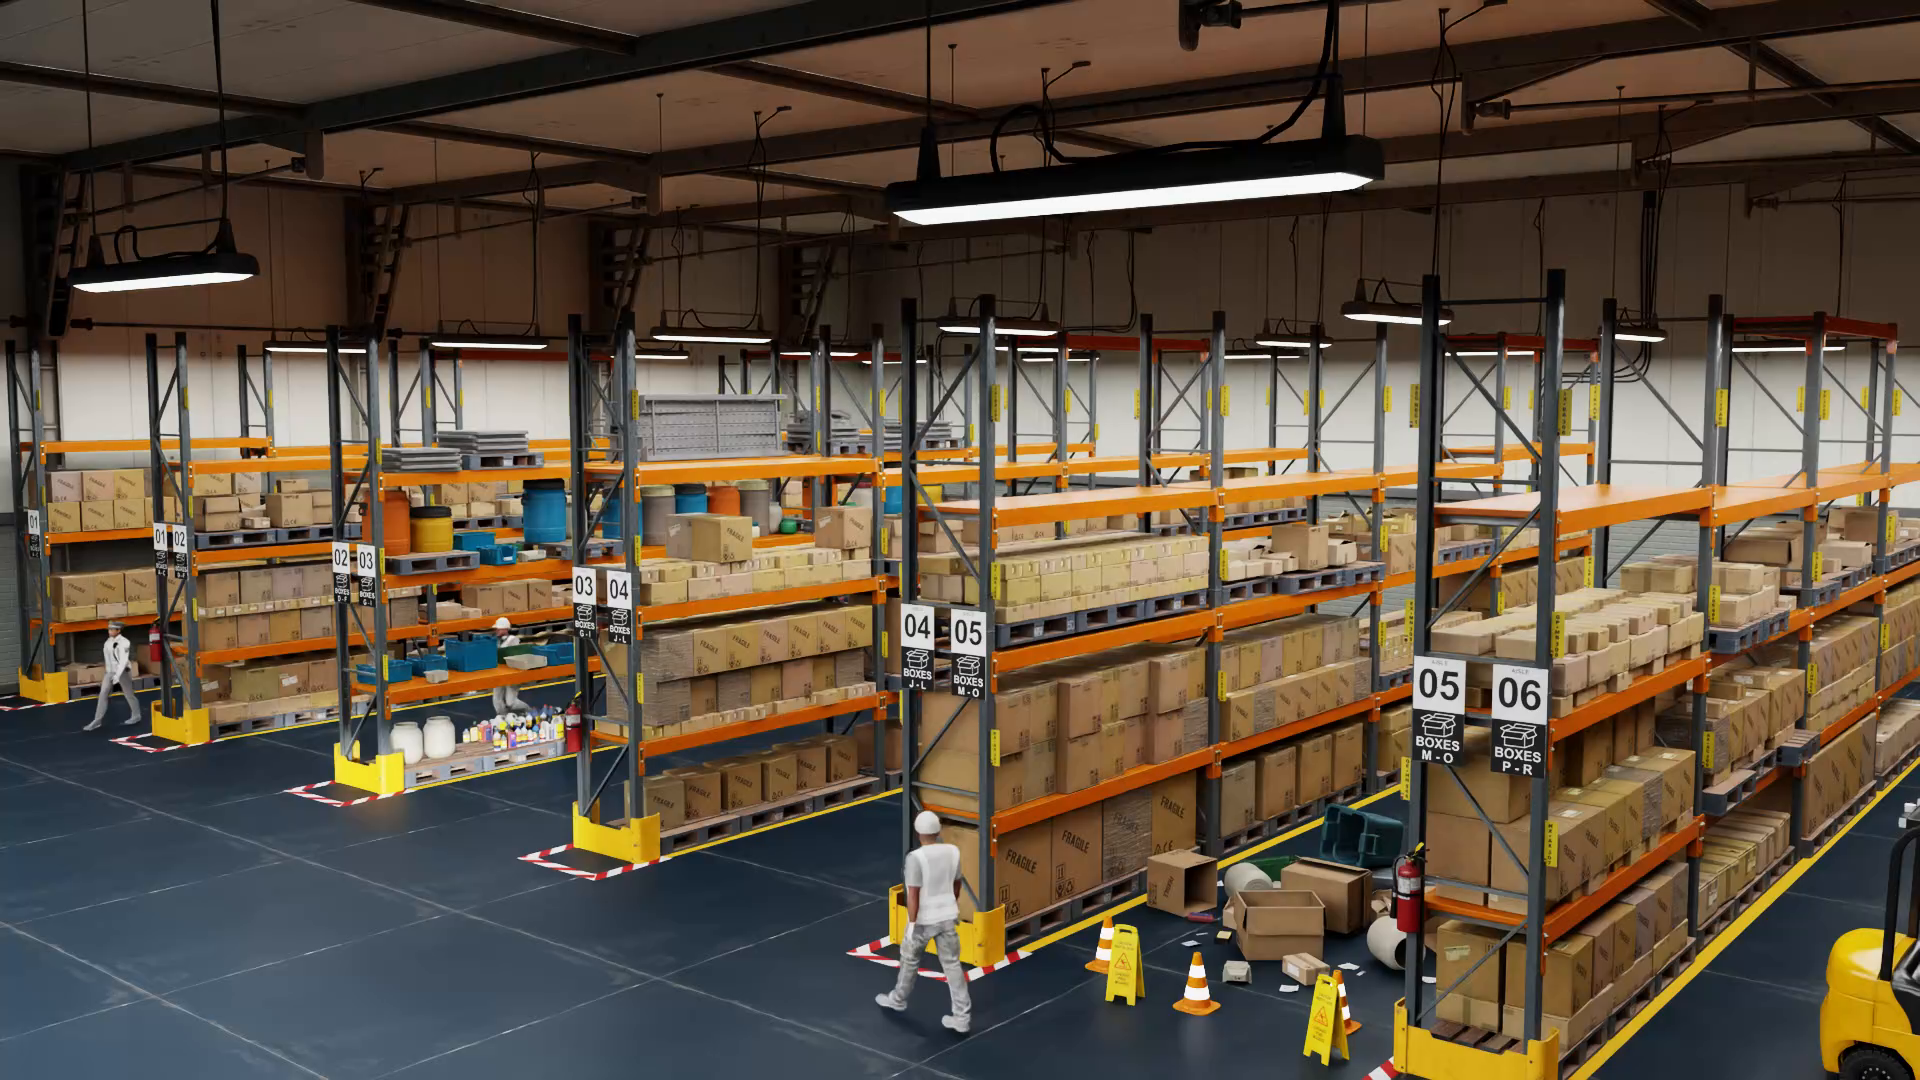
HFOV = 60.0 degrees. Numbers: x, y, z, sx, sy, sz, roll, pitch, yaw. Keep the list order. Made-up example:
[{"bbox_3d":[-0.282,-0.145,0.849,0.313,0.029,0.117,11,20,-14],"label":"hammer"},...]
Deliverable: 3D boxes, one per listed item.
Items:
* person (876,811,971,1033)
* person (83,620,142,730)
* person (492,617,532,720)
[{"bbox_3d":[-0.272,3.057,13.583,0.618,1.717,1.012,-4,6,-37],"label":"person"},{"bbox_3d":[-12.931,2.040,25.428,0.510,1.642,0.874,2,5,18],"label":"person"},{"bbox_3d":[-6.819,2.030,25.239,0.624,1.756,0.638,3,6,31],"label":"person"}]
